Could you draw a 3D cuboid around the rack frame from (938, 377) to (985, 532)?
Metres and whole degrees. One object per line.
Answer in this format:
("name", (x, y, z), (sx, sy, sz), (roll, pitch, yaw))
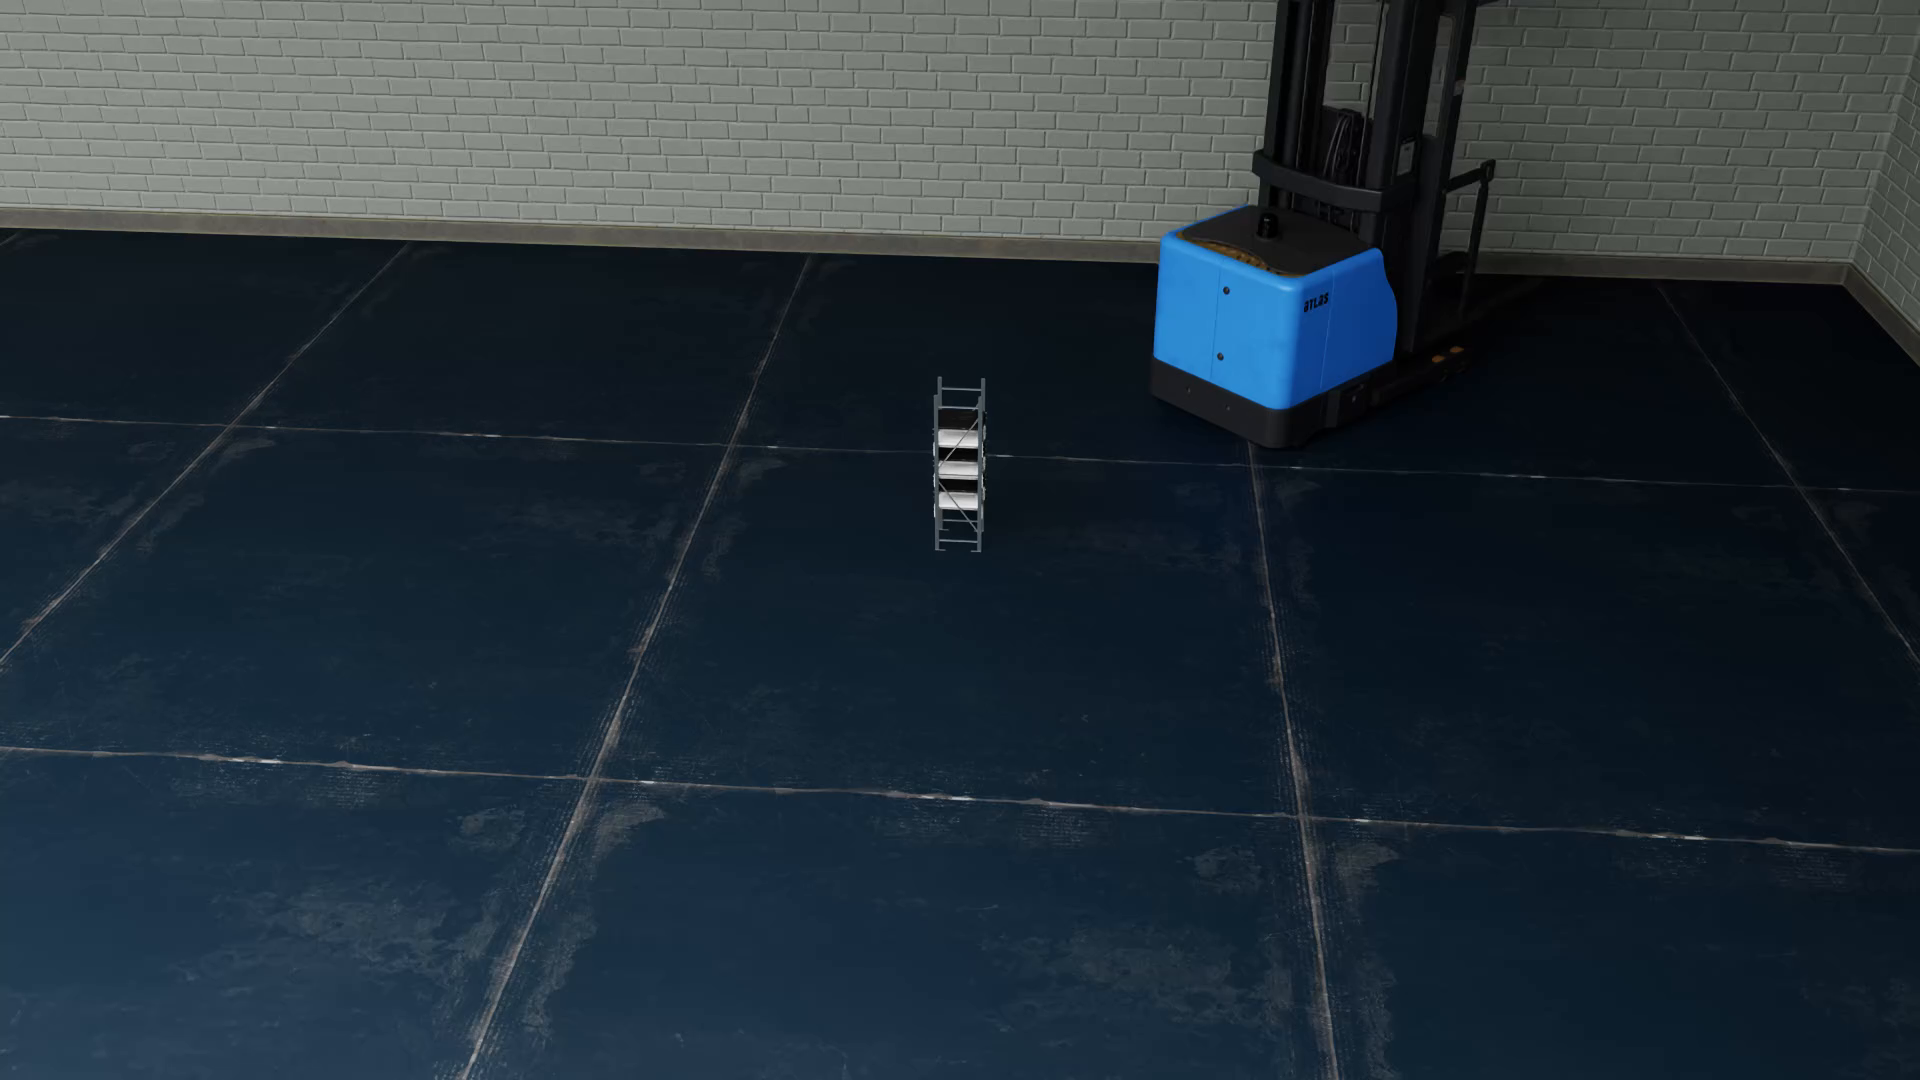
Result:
("rack frame", (0.008, -0.432, 8.593), (0.240, 0.900, 0.006), (2, 32, 4))

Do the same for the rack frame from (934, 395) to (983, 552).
("rack frame", (-0.009, -0.326, 8.421), (0.240, 0.900, 0.006), (2, 32, 4))

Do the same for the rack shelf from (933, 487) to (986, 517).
("rack shelf", (-0.001, -0.197, 8.619), (0.258, 0.077, 0.200), (2, 32, 4))

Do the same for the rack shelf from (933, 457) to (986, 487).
("rack shelf", (-0.001, -0.350, 8.525), (0.258, 0.077, 0.200), (2, 32, 4))

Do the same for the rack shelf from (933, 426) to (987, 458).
("rack shelf", (-0.001, -0.504, 8.430), (0.258, 0.077, 0.200), (2, 32, 4))

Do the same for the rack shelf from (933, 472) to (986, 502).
("rack shelf", (-0.001, -0.274, 8.572), (0.258, 0.077, 0.200), (2, 32, 4))

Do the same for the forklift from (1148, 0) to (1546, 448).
("forklift", (2.580, -2.414, 9.874), (3.031, 2.935, 1.130), (-25, 39, -34))

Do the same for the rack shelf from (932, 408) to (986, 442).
("rack shelf", (-0.001, -0.580, 8.383), (0.258, 0.077, 0.200), (2, 32, 4))

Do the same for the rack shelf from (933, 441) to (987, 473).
("rack shelf", (-0.001, -0.427, 8.477), (0.258, 0.077, 0.200), (2, 32, 4))

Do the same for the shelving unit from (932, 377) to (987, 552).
("shelving unit", (-0.001, -0.379, 8.507), (0.258, 0.900, 0.210), (2, 32, 4))
